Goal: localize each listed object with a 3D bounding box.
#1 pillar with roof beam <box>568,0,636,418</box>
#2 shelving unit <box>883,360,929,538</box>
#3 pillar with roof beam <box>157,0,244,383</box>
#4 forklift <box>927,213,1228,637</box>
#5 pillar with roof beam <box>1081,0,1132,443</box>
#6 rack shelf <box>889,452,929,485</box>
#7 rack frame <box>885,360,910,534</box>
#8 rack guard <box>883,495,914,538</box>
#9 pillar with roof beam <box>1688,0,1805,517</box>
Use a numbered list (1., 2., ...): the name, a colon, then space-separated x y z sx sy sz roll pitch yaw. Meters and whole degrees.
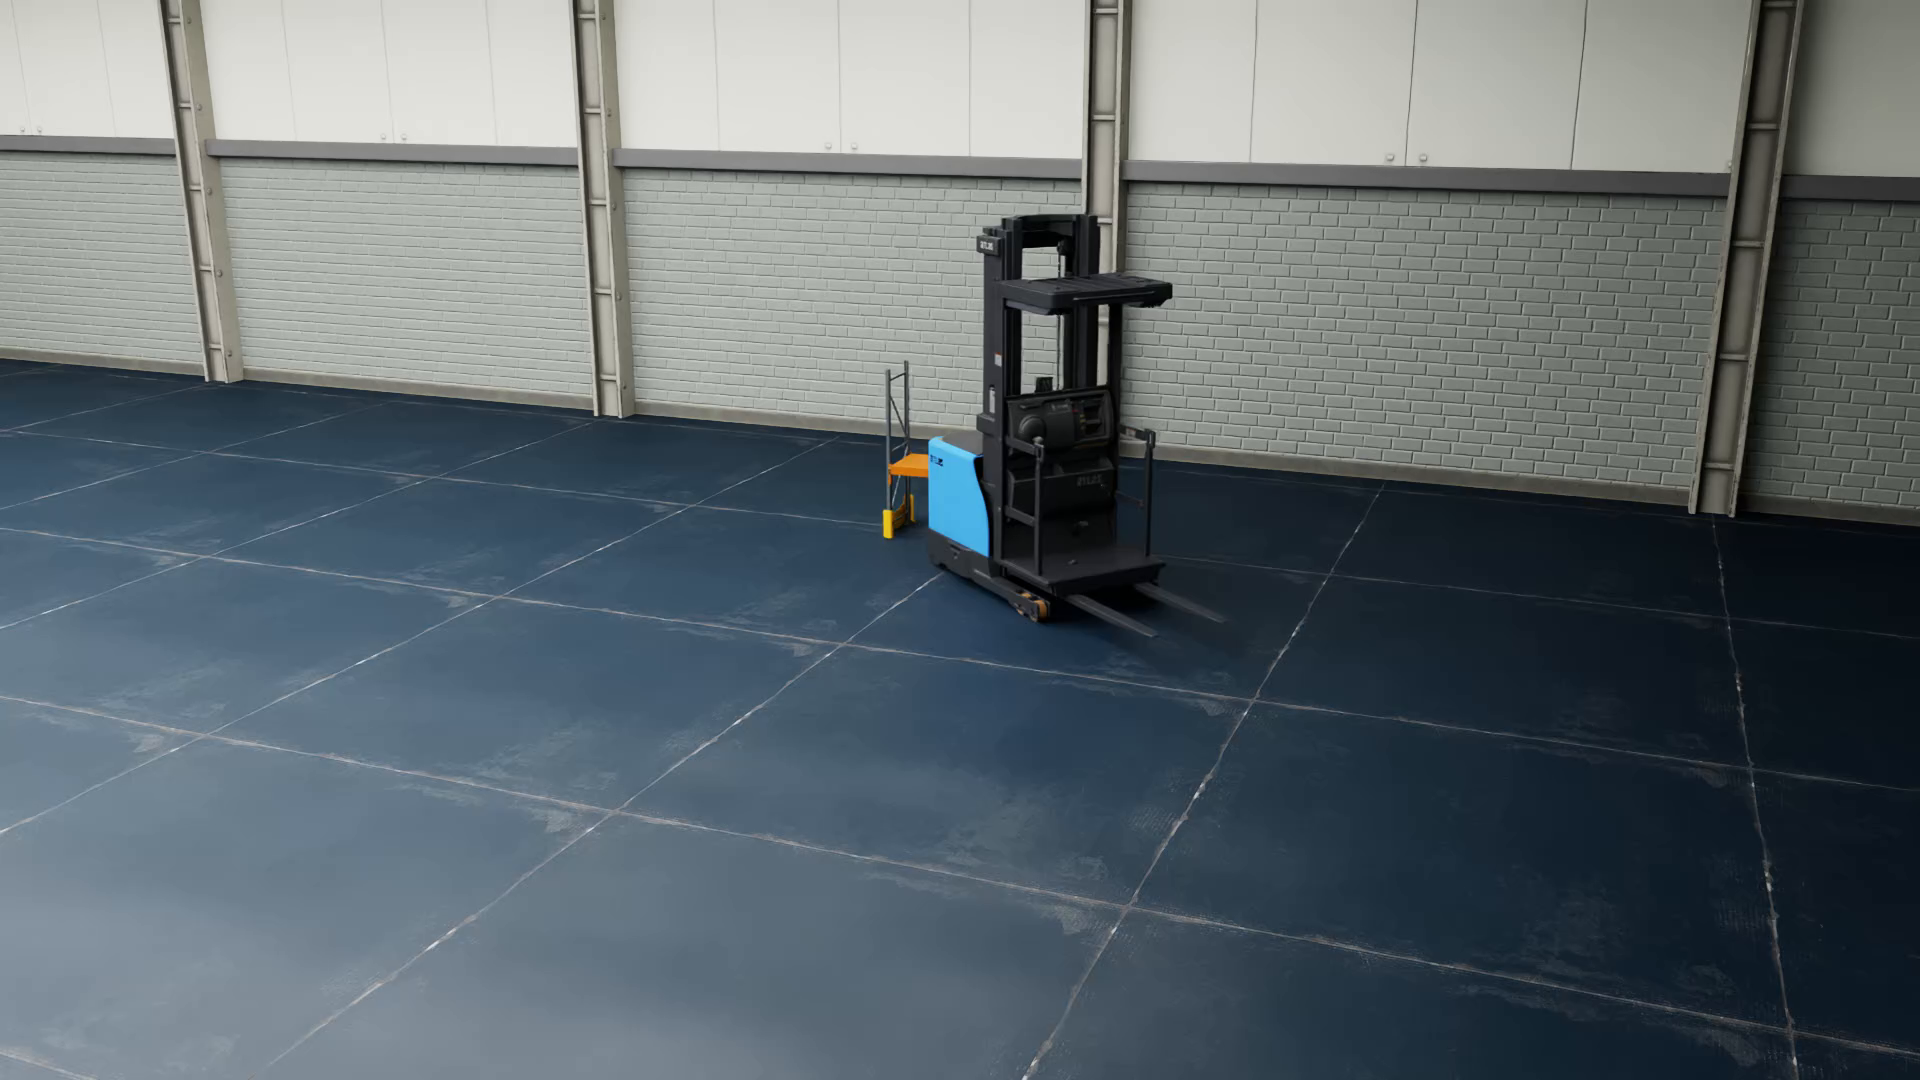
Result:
1. pillar with roof beam: -5.691 -4.702 14.730 0.400 9.000 9.100 6 17 21
2. shelving unit: -0.078 -0.773 14.645 1.083 1.500 0.587 5 17 18
3. pillar with roof beam: -11.273 -5.316 16.844 0.400 9.000 9.100 6 17 21
4. forklift: 0.885 -0.934 12.635 1.130 2.935 3.031 -9 18 -28
5. pillar with roof beam: -0.110 -4.088 12.616 0.400 9.000 9.100 6 17 21
6. rack shelf: -0.070 -0.599 14.692 1.000 0.185 0.538 5 17 18
7. rack frame: -0.550 -0.818 14.800 0.032 1.500 0.500 5 17 18
8. rack guard: -0.549 -0.217 14.974 0.087 0.250 0.587 5 17 18
9. pillar with roof beam: 5.472 -3.475 10.502 0.400 9.000 9.100 6 17 21
